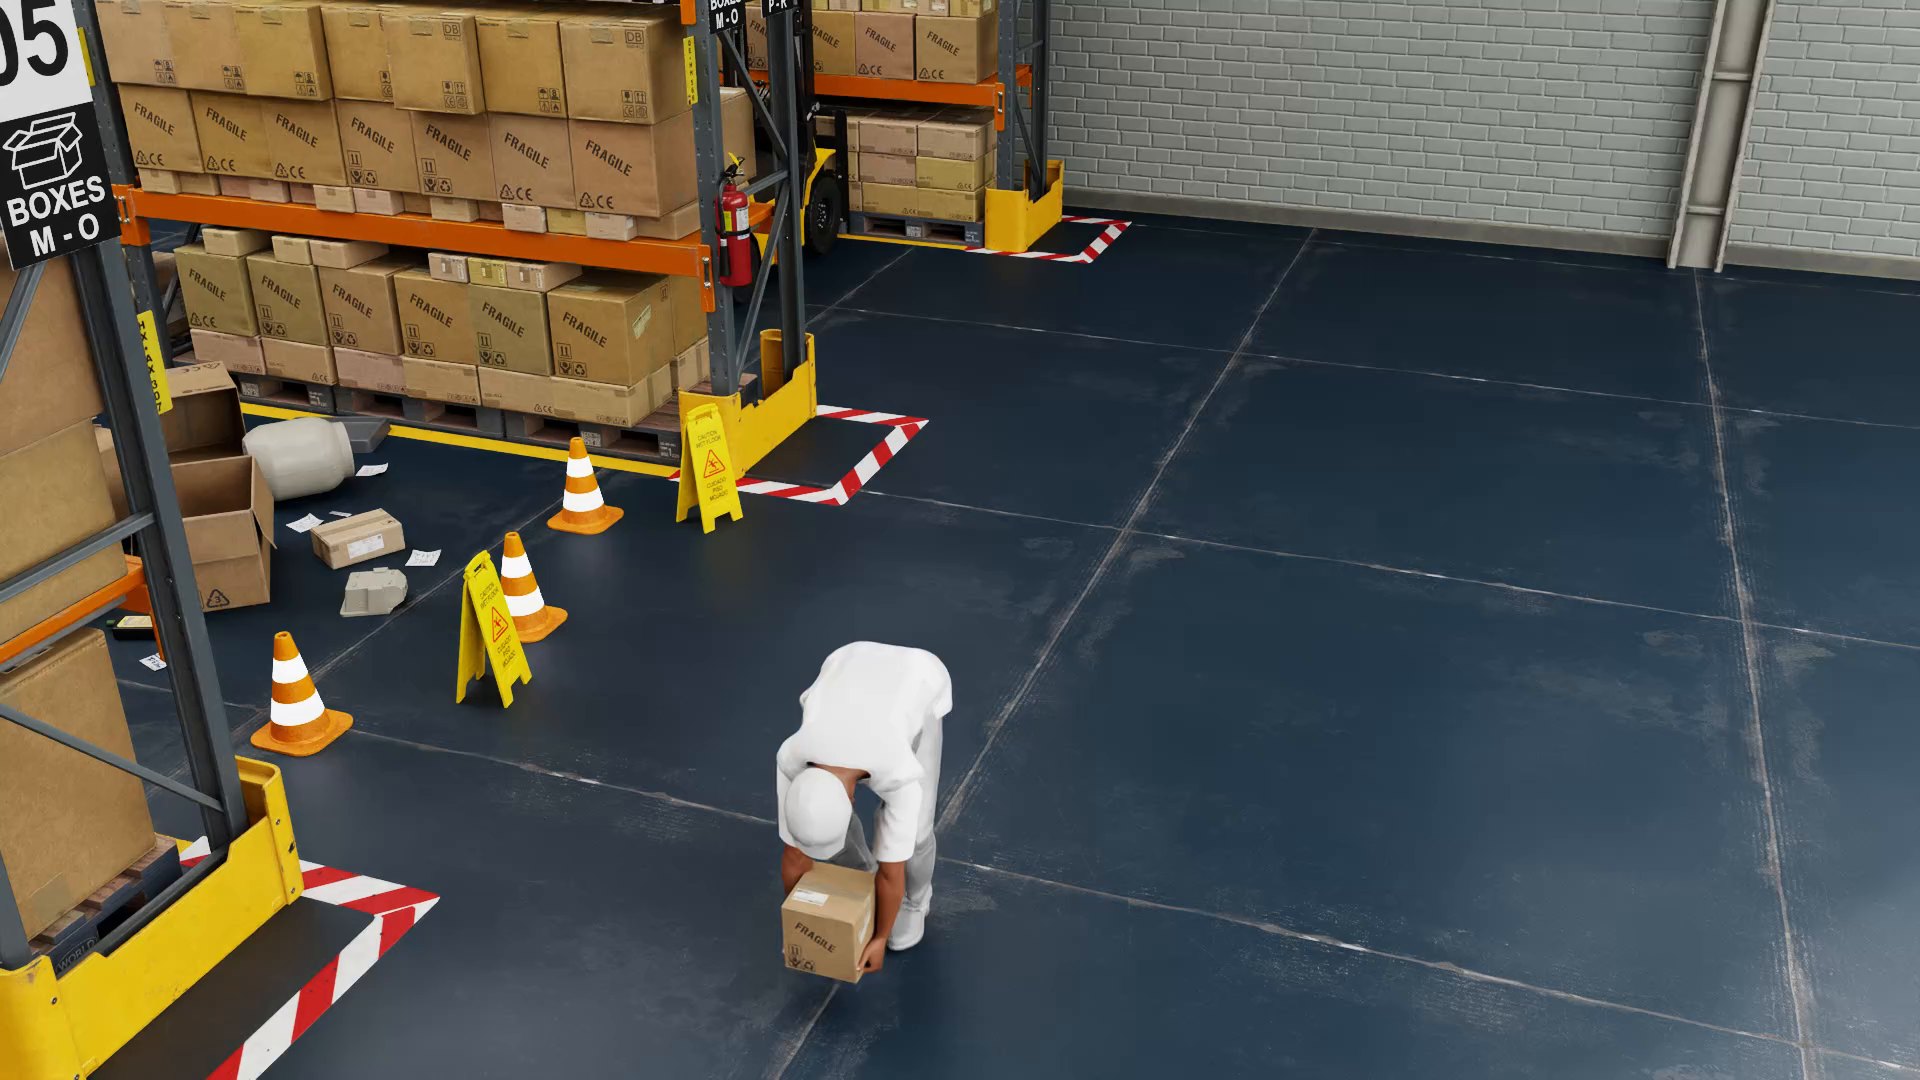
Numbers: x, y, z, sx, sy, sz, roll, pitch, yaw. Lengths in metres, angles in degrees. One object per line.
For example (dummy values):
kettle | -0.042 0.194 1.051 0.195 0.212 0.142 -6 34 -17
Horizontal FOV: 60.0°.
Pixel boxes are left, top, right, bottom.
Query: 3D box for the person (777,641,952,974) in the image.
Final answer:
person | -0.324 0.929 5.473 0.489 1.043 0.980 7 27 15
